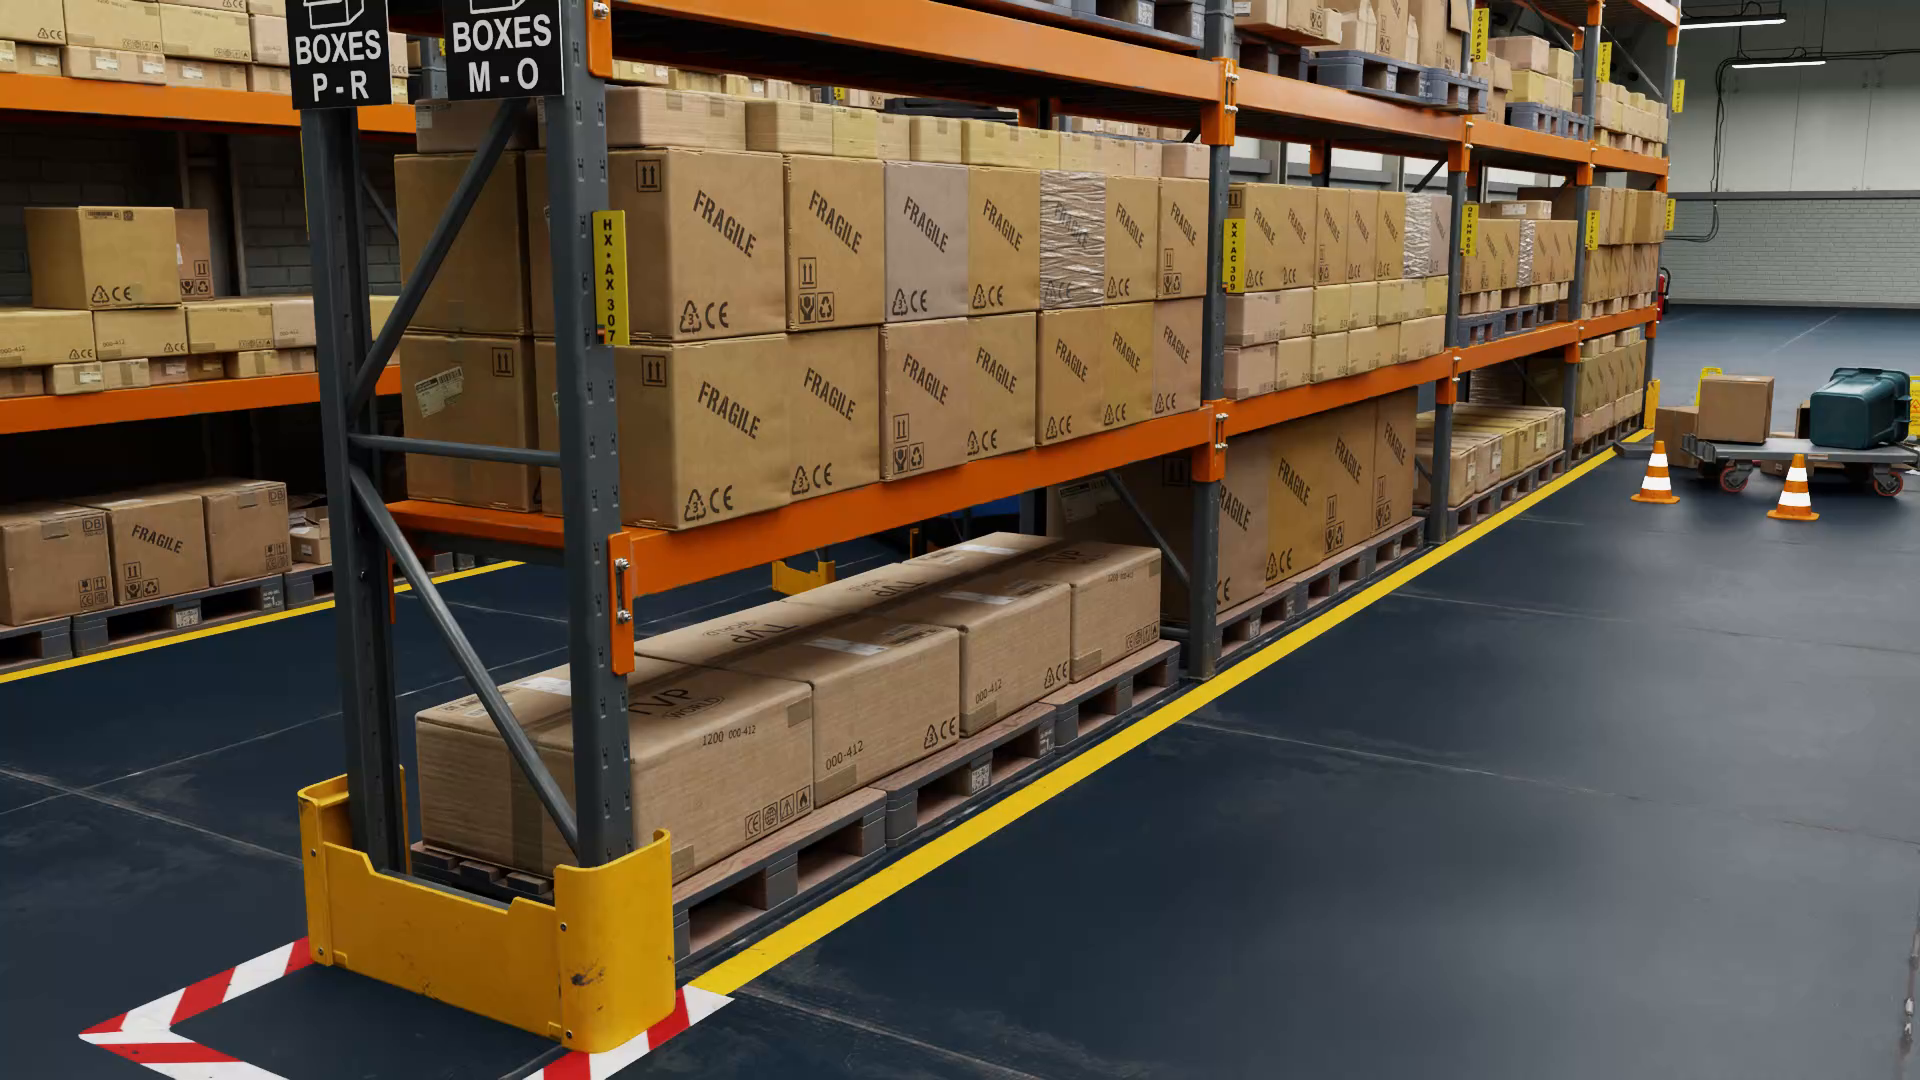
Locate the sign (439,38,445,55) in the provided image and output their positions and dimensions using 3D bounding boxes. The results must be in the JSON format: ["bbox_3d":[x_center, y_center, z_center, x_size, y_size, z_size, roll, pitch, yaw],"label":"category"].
[{"bbox_3d":[-3.026,-3.012,9.747,0.100,0.325,0.005,6,12,31],"label":"sign"}]

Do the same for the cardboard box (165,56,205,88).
[{"bbox_3d":[-4.126,-2.403,8.582,0.380,0.149,0.250,7,12,31],"label":"cardboard box"}]

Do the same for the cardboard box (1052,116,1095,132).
[{"bbox_3d":[1.152,-4.240,16.983,0.380,0.149,0.250,7,13,32],"label":"cardboard box"}]

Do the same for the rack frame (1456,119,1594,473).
[{"bbox_3d":[4.903,-2.118,14.532,1.000,3.000,0.127,6,12,31],"label":"rack frame"}]

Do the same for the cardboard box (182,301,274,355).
[{"bbox_3d":[-4.068,-1.145,8.935,0.500,0.250,0.500,6,12,30],"label":"cardboard box"}]

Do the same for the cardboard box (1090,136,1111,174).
[{"bbox_3d":[0.379,-1.530,6.637,0.380,0.149,0.250,6,12,30],"label":"cardboard box"}]

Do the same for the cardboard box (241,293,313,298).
[{"bbox_3d":[-3.982,-1.354,10.049,0.500,0.250,0.500,6,12,30],"label":"cardboard box"}]

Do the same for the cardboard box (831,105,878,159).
[{"bbox_3d":[-0.476,-1.241,5.094,0.380,0.149,0.250,6,12,29],"label":"cardboard box"}]

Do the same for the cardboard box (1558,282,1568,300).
[{"bbox_3d":[4.872,-2.094,13.943,0.380,0.149,0.250,7,12,32],"label":"cardboard box"}]

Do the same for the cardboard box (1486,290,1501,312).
[{"bbox_3d":[3.672,-1.727,11.981,0.380,0.149,0.250,6,12,31],"label":"cardboard box"}]

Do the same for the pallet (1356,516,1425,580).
[{"bbox_3d":[2.353,-0.002,10.804,1.003,0.211,1.213,6,12,31],"label":"pallet"}]

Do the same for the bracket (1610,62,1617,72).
[{"bbox_3d":[17.267,-12.535,44.086,0.235,0.232,0.430,6,12,31],"label":"bracket"}]

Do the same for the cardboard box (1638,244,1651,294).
[{"bbox_3d":[6.670,-2.753,16.841,0.500,0.500,0.500,6,12,31],"label":"cardboard box"}]

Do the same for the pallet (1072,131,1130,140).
[{"bbox_3d":[1.080,-4.159,17.524,1.003,0.211,1.213,6,12,31],"label":"pallet"}]

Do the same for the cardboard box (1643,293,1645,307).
[{"bbox_3d":[6.781,-2.456,17.018,0.380,0.149,0.250,6,12,30],"label":"cardboard box"}]

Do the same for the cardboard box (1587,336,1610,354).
[{"bbox_3d":[5.822,-1.822,15.482,0.380,0.149,0.250,7,13,33],"label":"cardboard box"}]

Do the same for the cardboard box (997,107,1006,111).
[{"bbox_3d":[0.093,-4.020,15.369,0.500,0.311,0.500,6,12,29],"label":"cardboard box"}]

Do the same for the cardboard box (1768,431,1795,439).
[{"bbox_3d":[8.026,-0.947,16.023,0.250,0.149,0.380,-6,12,-28],"label":"cardboard box"}]

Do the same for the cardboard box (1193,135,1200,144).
[{"bbox_3d":[2.565,-4.668,19.270,0.380,0.149,0.250,6,12,29],"label":"cardboard box"}]

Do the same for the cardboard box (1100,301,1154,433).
[{"bbox_3d":[0.465,-0.730,6.847,0.500,0.500,0.500,6,12,29],"label":"cardboard box"}]

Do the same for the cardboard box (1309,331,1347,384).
[{"bbox_3d":[1.751,-0.991,8.918,0.500,0.250,0.500,6,12,30],"label":"cardboard box"}]

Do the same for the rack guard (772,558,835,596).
[{"bbox_3d":[-0.905,0.205,9.594,0.087,0.250,0.587,-8,13,-36],"label":"rack guard"}]

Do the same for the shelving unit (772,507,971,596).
[{"bbox_3d":[-0.508,-0.465,9.775,1.083,1.500,0.587,-8,13,-36],"label":"shelving unit"}]

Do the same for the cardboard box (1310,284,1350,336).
[{"bbox_3d":[1.751,-1.236,8.867,0.500,0.250,0.500,7,12,31],"label":"cardboard box"}]

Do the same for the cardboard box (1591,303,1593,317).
[{"bbox_3d":[5.540,-2.103,15.133,0.380,0.149,0.250,6,12,30],"label":"cardboard box"}]

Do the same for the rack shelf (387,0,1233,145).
[{"bbox_3d":[-0.288,-1.666,5.921,1.077,0.370,4.000,6,12,31],"label":"rack shelf"}]

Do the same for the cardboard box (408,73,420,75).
[{"bbox_3d":[-3.289,-3.036,10.551,0.380,0.149,0.250,7,13,32],"label":"cardboard box"}]

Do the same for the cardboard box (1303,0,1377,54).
[{"bbox_3d":[1.998,-2.729,8.865,0.396,0.266,0.258,8,13,35],"label":"cardboard box"}]

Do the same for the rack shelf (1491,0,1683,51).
[{"bbox_3d":[5.942,-5.026,15.726,1.077,0.370,4.000,6,12,31],"label":"rack shelf"}]

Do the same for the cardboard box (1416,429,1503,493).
[{"bbox_3d":[3.505,-0.609,12.468,0.950,0.372,0.625,6,12,30],"label":"cardboard box"}]

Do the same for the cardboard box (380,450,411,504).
[{"bbox_3d":[-3.492,-0.417,11.096,0.500,0.500,0.500,6,12,30],"label":"cardboard box"}]

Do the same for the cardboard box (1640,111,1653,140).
[{"bbox_3d":[6.417,-4.027,16.175,0.500,0.250,0.500,7,13,32],"label":"cardboard box"}]

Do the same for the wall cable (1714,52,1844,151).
[{"bbox_3d":[22.151,-11.899,45.188,3.097,2.526,0.112,6,12,31],"label":"wall cable"}]

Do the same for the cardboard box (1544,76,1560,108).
[{"bbox_3d":[4.457,-3.541,13.244,0.500,0.250,0.500,7,12,31],"label":"cardboard box"}]

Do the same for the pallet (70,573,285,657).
[{"bbox_3d":[-4.484,0.338,8.992,1.003,0.211,1.213,6,12,31],"label":"pallet"}]

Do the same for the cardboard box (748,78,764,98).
[{"bbox_3d":[-1.705,-3.403,12.566,0.380,0.149,0.250,7,13,32],"label":"cardboard box"}]

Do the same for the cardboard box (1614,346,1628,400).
[{"bbox_3d":[6.251,-1.659,16.371,0.500,0.500,0.500,6,12,29],"label":"cardboard box"}]

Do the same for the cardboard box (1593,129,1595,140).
[{"bbox_3d":[5.279,-3.495,14.417,0.380,0.149,0.250,6,12,30],"label":"cardboard box"}]

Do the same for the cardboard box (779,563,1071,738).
[{"bbox_3d":[-0.132,0.422,6.783,0.875,0.438,0.875,6,12,29],"label":"cardboard box"}]

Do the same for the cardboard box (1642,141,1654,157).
[{"bbox_3d":[6.766,-3.935,16.765,0.380,0.149,0.250,7,13,32],"label":"cardboard box"}]

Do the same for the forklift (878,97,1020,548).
[{"bbox_3d":[-0.318,-1.553,11.702,1.130,2.935,3.031,-5,12,-27],"label":"forklift"}]

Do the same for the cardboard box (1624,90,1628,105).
[{"bbox_3d":[5.975,-4.089,15.426,0.380,0.149,0.250,6,12,30],"label":"cardboard box"}]

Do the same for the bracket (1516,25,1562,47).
[{"bbox_3d":[12.815,-11.186,36.881,0.076,0.066,4.783,6,12,31],"label":"bracket"}]

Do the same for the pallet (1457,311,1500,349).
[{"bbox_3d":[3.106,-1.517,11.842,1.213,0.211,1.003,6,12,31],"label":"pallet"}]

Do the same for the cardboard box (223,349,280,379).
[{"bbox_3d":[-3.943,-0.968,9.072,0.380,0.149,0.250,6,12,30],"label":"cardboard box"}]

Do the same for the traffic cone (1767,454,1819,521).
[{"bbox_3d":[6.160,-0.401,12.255,0.336,0.463,0.334,6,12,31],"label":"traffic cone"}]

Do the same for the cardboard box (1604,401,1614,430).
[{"bbox_3d":[5.981,-1.209,16.005,0.500,0.250,0.500,6,12,30],"label":"cardboard box"}]

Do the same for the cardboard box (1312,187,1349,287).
[{"bbox_3d":[1.727,-1.604,8.795,0.500,0.500,0.500,6,12,29],"label":"cardboard box"}]

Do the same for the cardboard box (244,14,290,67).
[{"bbox_3d":[-3.792,-2.698,9.076,0.500,0.250,0.500,6,12,29],"label":"cardboard box"}]

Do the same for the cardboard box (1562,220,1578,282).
[{"bbox_3d":[4.860,-2.425,13.951,0.500,0.500,0.500,6,12,30],"label":"cardboard box"}]

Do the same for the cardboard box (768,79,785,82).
[{"bbox_3d":[-1.570,-3.592,12.768,0.380,0.149,0.250,6,12,29],"label":"cardboard box"}]

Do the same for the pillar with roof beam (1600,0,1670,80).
[{"bbox_3d":[20.859,-10.453,42.750,9.100,9.000,0.548,6,12,31],"label":"pillar with roof beam"}]

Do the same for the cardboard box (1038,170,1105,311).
[{"bbox_3d":[0.214,-1.140,6.318,0.500,0.500,0.500,7,12,31],"label":"cardboard box"}]

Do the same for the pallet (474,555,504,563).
[{"bbox_3d":[-3.104,-0.095,11.300,1.003,0.211,1.213,6,12,31],"label":"pallet"}]

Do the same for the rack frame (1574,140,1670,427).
[{"bbox_3d":[6.980,-2.747,17.892,1.000,3.000,0.127,6,12,31],"label":"rack frame"}]
